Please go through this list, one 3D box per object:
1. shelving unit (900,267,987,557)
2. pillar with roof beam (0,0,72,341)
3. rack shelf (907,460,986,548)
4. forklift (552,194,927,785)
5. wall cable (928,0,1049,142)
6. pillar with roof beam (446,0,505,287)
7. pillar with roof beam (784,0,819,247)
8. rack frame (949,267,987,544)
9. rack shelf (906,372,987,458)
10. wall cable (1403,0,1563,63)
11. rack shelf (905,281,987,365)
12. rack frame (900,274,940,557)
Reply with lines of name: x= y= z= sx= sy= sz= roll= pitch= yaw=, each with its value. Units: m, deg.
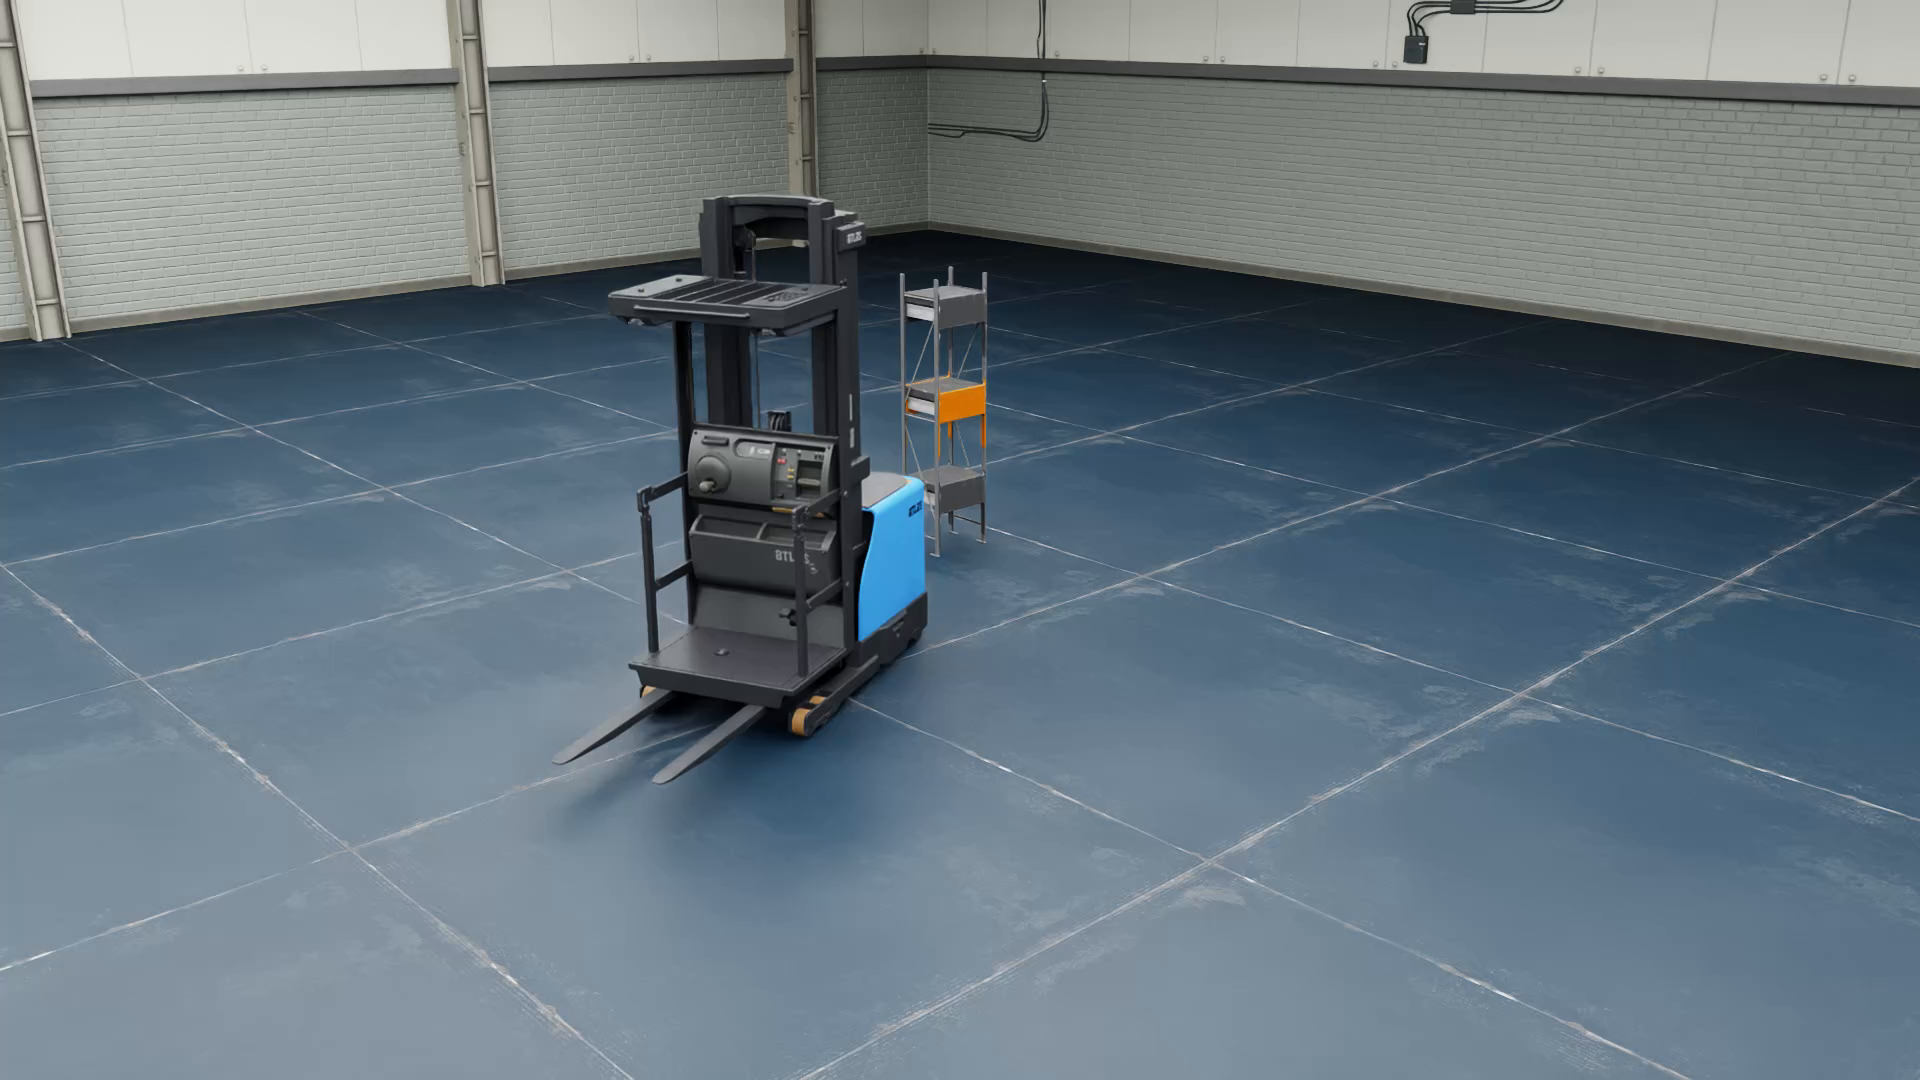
shelving unit: x=-0.120 y=-0.964 z=12.553 sx=0.503 sy=2.100 sz=0.431 roll=-16 pitch=24 yaw=-41
pillar with roof beam: x=-8.412 y=-5.849 z=16.434 sx=0.400 sy=9.000 sz=9.100 roll=-16 pitch=24 yaw=-41
rack shelf: x=-0.120 y=-0.285 z=12.773 sx=0.480 sy=0.518 sz=0.431 roll=-16 pitch=24 yaw=-41
forklift: x=-1.246 y=-0.414 z=9.509 sx=1.130 sy=2.935 sz=3.031 roll=7 pitch=19 yaw=21
wall cable: x=0.399 y=-8.207 z=28.742 sx=0.112 sy=2.526 sz=3.097 roll=-16 pitch=24 yaw=-41
pillar with roof beam: x=-4.052 y=-7.120 z=20.355 sx=0.400 sy=9.000 sz=9.100 roll=-16 pitch=24 yaw=-41
pillar with roof beam: x=0.308 y=-8.392 z=24.276 sx=0.400 sy=9.000 sz=9.100 roll=-16 pitch=24 yaw=-41
rack frame: x=0.057 y=-1.015 z=12.712 sx=0.015 sy=2.100 sz=0.400 roll=-16 pitch=24 yaw=-41
rack shelf: x=-0.120 y=-0.951 z=12.557 sx=0.480 sy=0.518 sz=0.431 roll=-16 pitch=24 yaw=-41
wall cable: x=6.910 y=-9.171 z=21.167 sx=0.169 sy=6.003 sz=2.305 roll=-16 pitch=24 yaw=-41
rack shelf: x=-0.120 y=-1.617 z=12.341 sx=0.480 sy=0.518 sz=0.431 roll=-16 pitch=24 yaw=-41
rack frame: x=-0.298 y=-0.912 z=12.393 sx=0.015 sy=2.100 sz=0.400 roll=-16 pitch=24 yaw=-41
